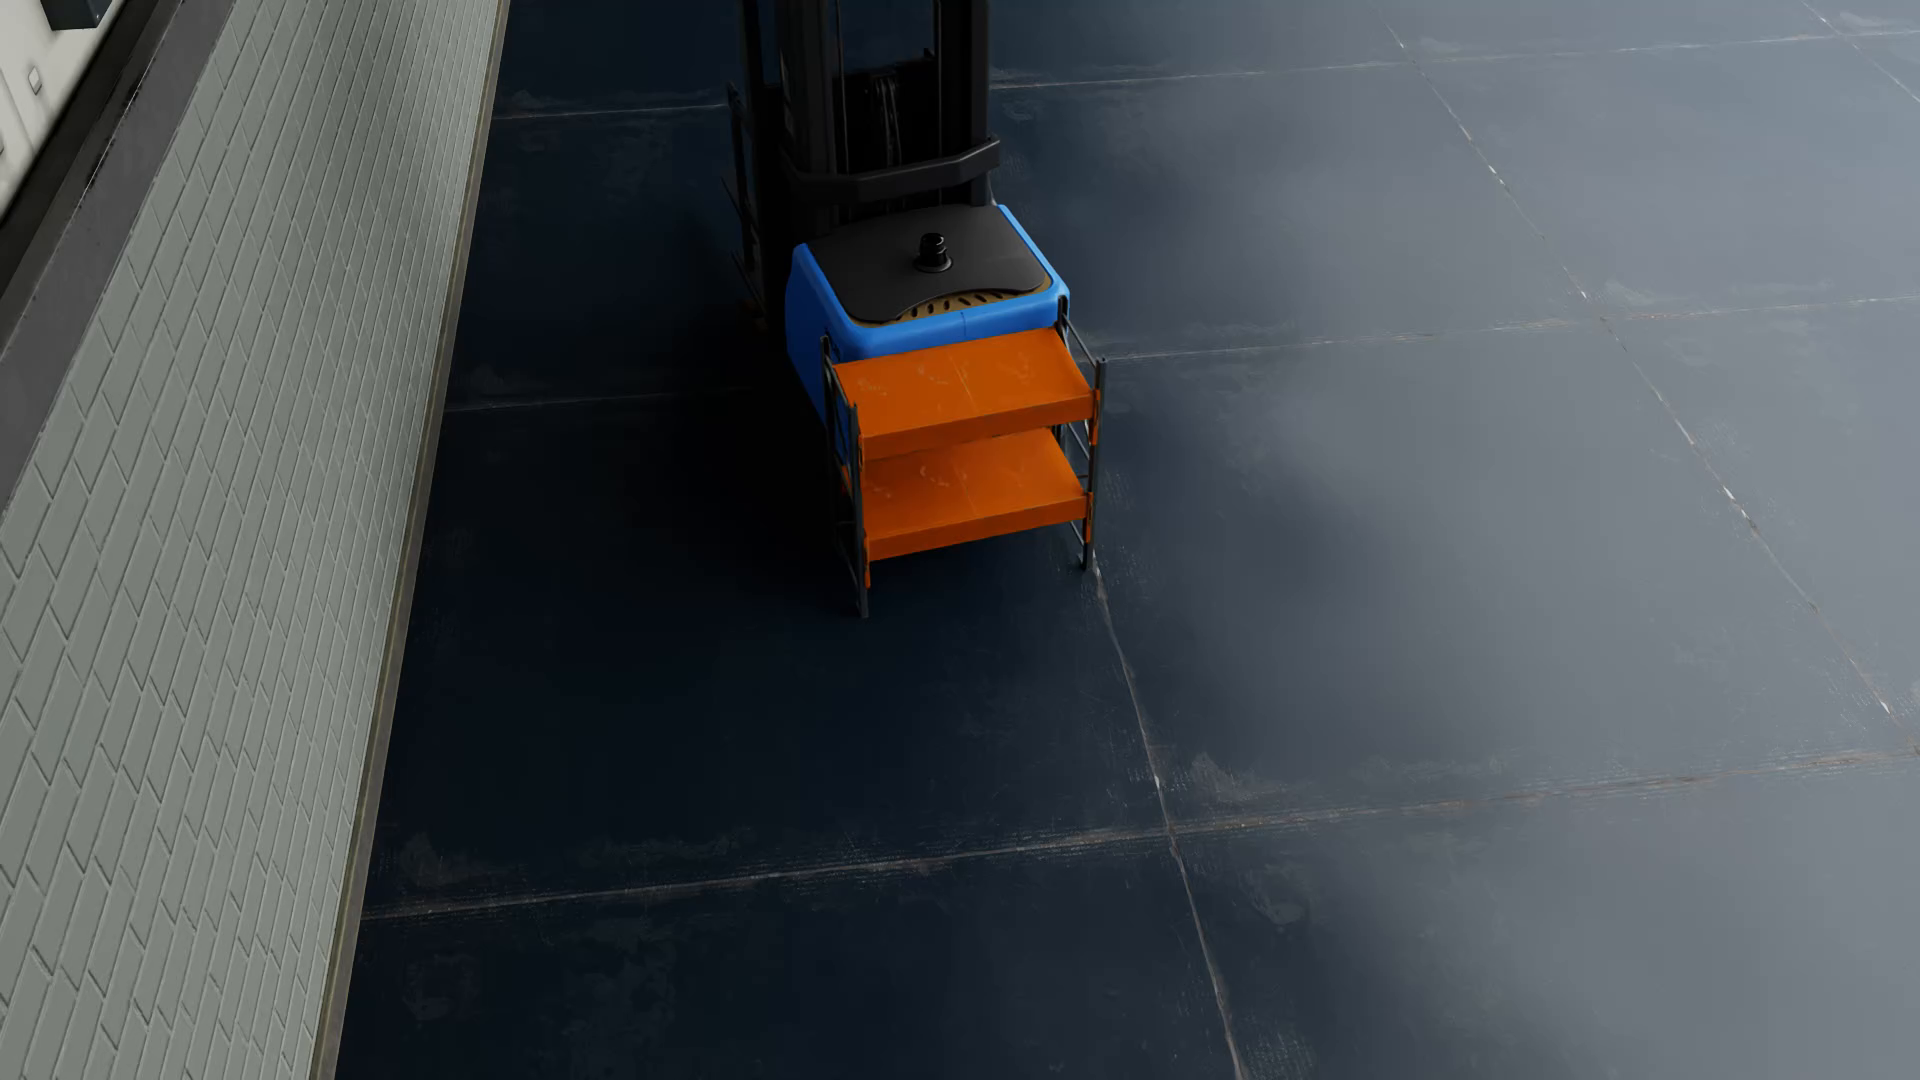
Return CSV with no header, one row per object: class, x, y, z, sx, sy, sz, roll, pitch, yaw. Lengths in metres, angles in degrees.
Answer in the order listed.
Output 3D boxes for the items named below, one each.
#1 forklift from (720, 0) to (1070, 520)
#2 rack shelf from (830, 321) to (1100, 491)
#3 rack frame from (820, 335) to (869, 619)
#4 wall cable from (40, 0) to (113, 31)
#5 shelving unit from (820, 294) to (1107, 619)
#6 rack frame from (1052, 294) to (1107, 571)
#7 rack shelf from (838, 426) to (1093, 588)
forklift,-0.510,-2.156,7.667,1.130,2.935,3.031,-14,44,-15
rack shelf,0.008,-0.561,6.810,1.000,0.278,0.538,-12,43,-12
rack frame,-0.478,-0.244,6.896,0.032,1.125,0.500,-12,43,-12
wall cable,-2.303,-4.246,2.915,0.169,6.003,2.305,-5,42,-6
shelving unit,0.008,-0.343,7.006,1.048,1.125,0.538,-12,43,-12
rack frame,0.495,-0.442,7.116,0.032,1.125,0.500,-12,43,-12
rack shelf,0.008,-0.162,7.170,1.000,0.278,0.538,-12,43,-12
